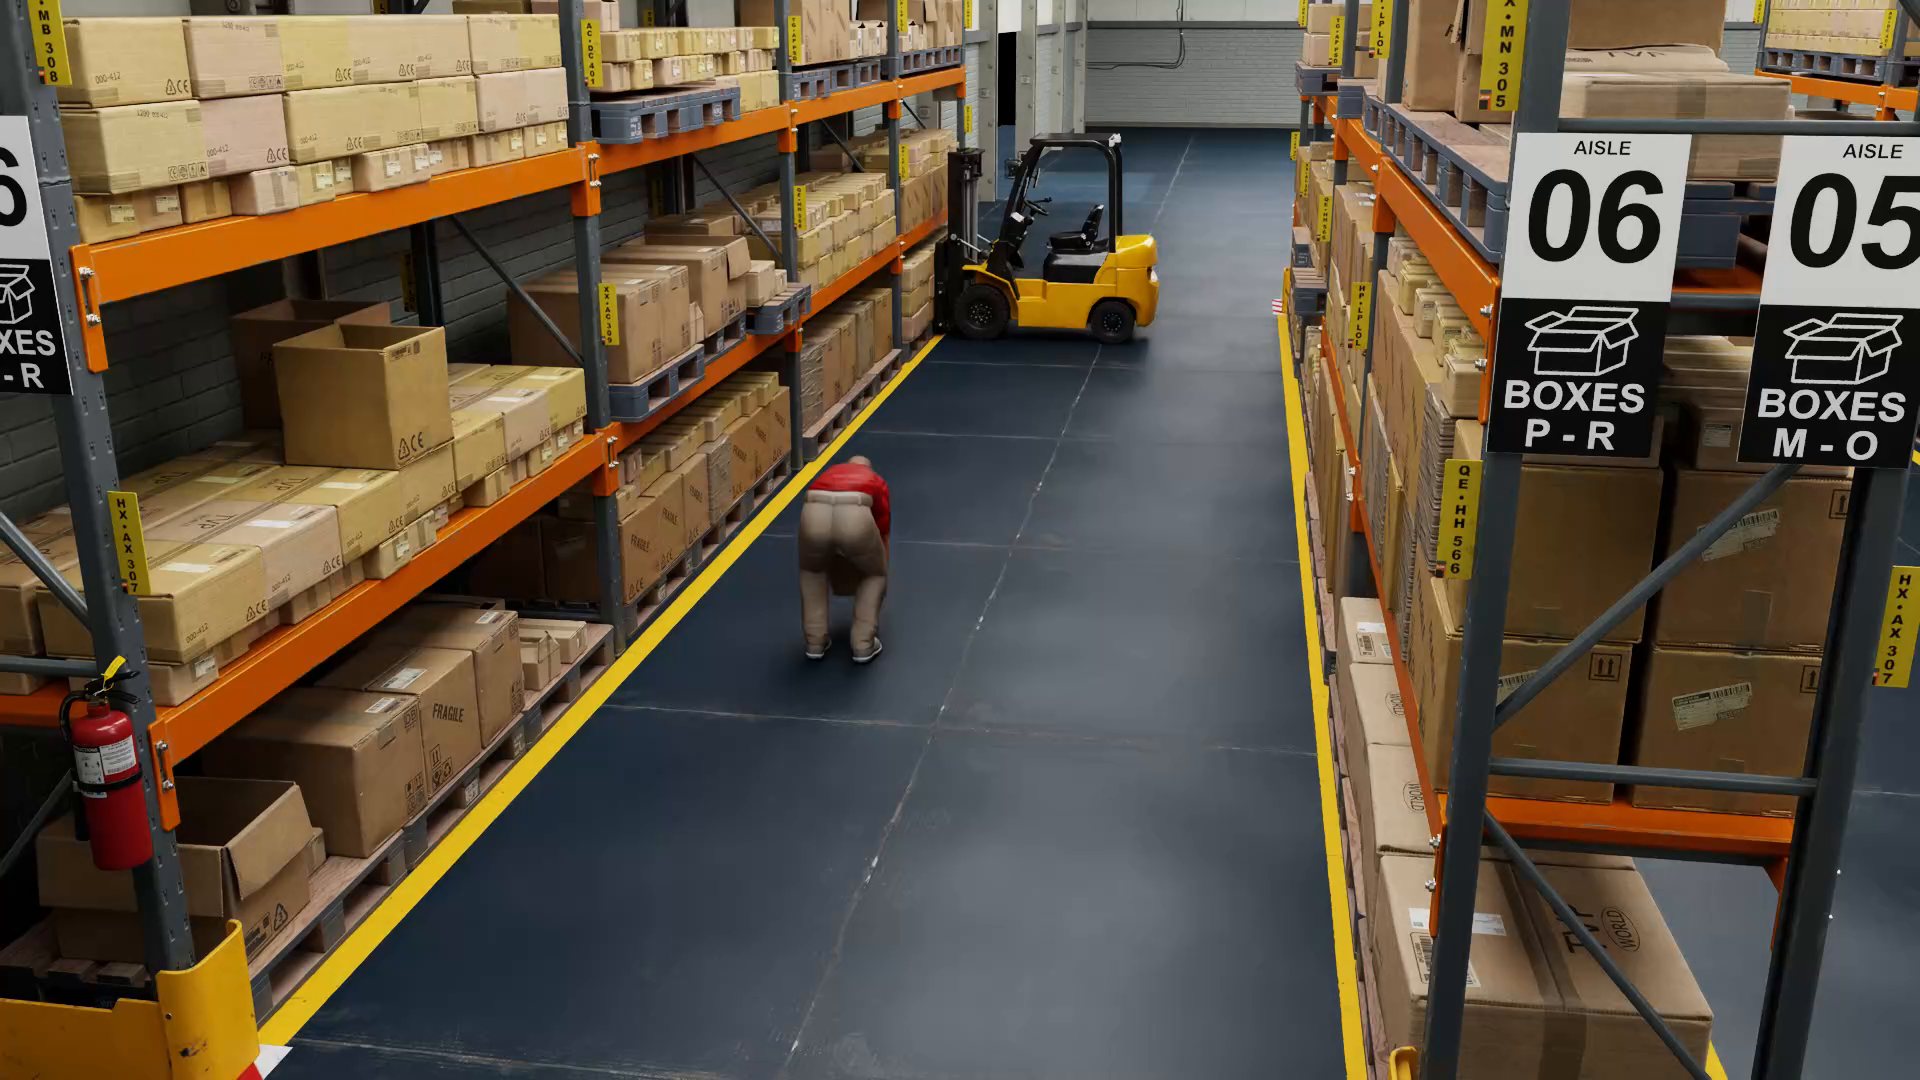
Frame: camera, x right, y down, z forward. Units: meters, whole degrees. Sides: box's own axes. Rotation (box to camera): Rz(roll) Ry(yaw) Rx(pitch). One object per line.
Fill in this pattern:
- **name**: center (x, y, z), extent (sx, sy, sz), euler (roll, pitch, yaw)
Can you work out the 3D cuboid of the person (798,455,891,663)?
- **person**: center (-0.636, 0.080, 9.449), extent (0.509, 1.049, 0.963), euler (2, 18, 7)
